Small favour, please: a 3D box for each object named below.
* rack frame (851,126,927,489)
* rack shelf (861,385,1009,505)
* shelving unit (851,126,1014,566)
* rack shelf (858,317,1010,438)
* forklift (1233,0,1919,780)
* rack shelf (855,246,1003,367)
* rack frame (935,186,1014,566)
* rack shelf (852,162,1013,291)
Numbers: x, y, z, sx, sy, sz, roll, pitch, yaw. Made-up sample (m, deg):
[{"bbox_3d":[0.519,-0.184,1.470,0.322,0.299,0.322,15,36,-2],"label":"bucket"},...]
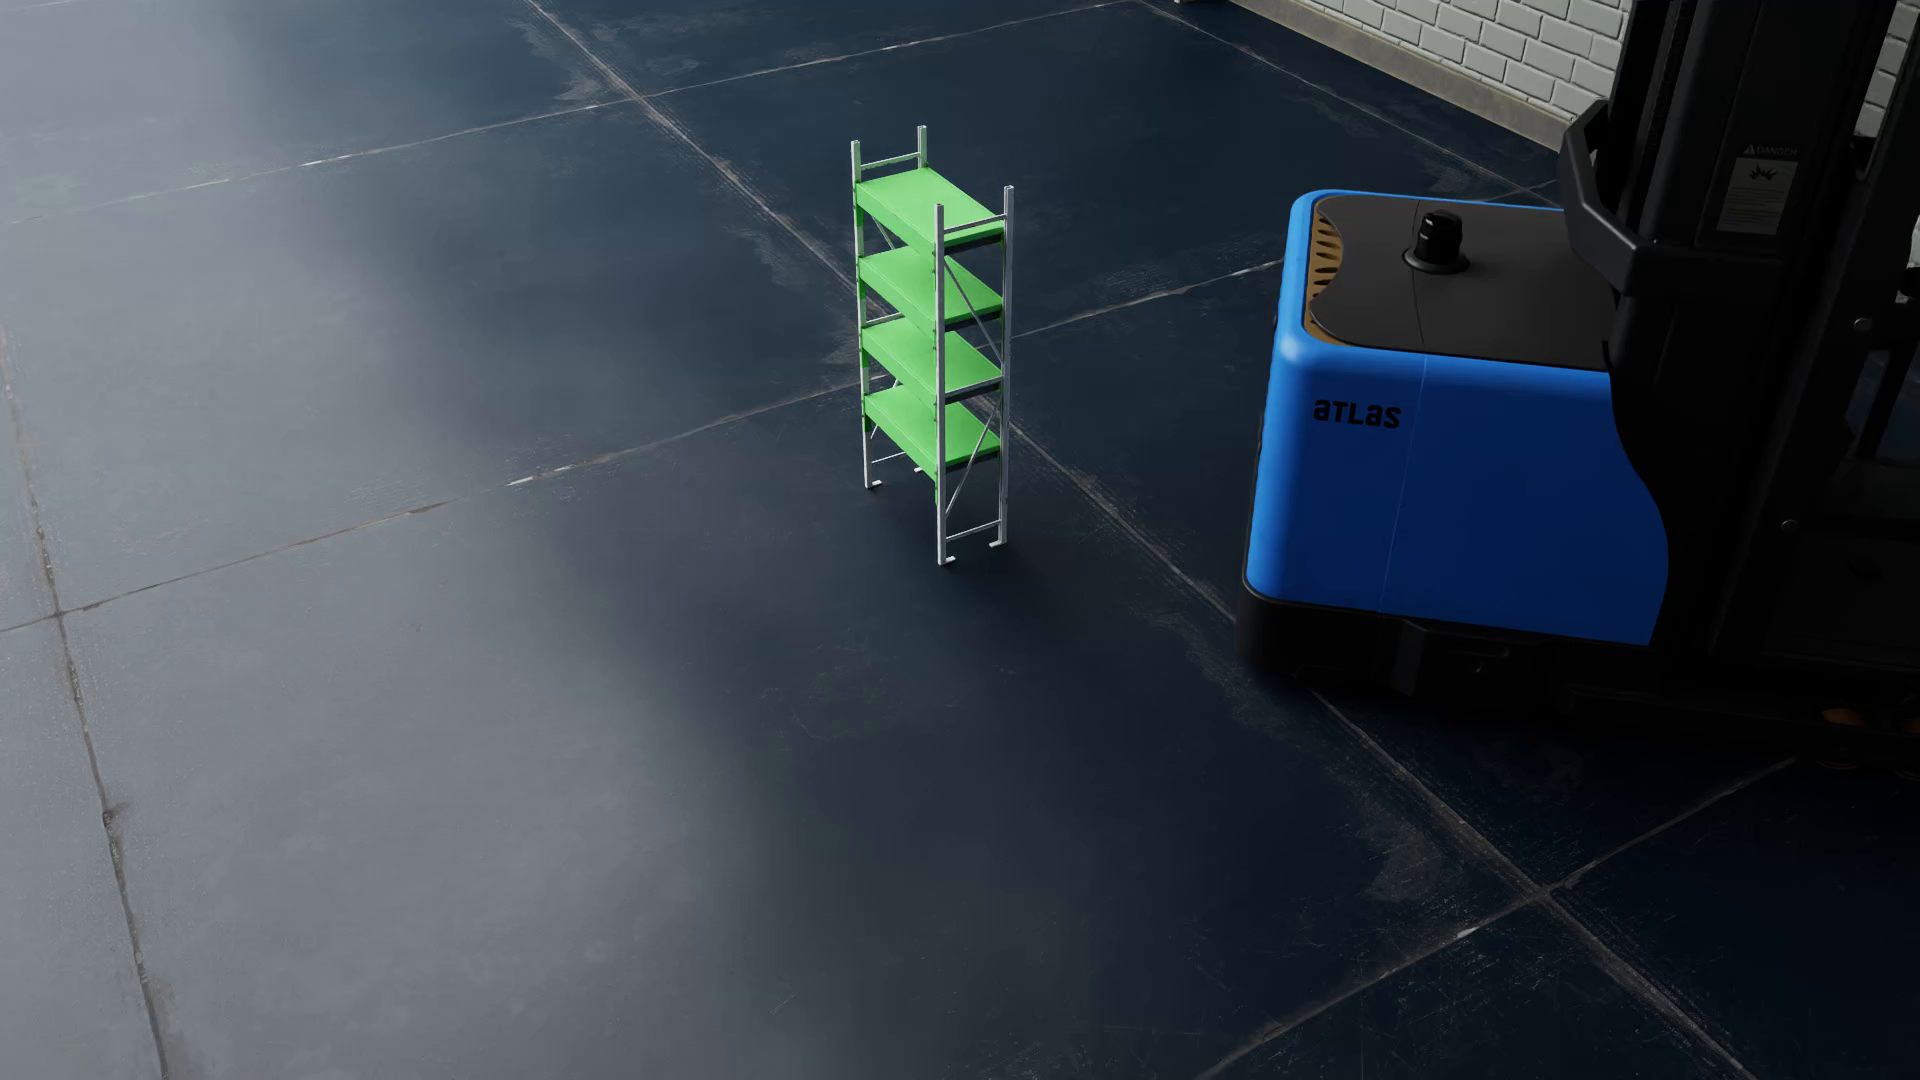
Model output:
[{"bbox_3d":[-0.206,-0.693,5.182,0.240,1.200,0.015,-19,40,-24],"label":"rack frame"},{"bbox_3d":[-0.083,-0.324,5.191,0.258,0.148,0.480,-19,40,-24],"label":"rack shelf"},{"bbox_3d":[-0.083,-0.569,5.012,0.258,1.200,0.503,-19,40,-24],"label":"shelving unit"},{"bbox_3d":[-0.083,-0.517,5.049,0.258,0.148,0.480,-19,40,-24],"label":"rack shelf"},{"bbox_3d":[2.346,-0.894,3.989,3.031,2.935,1.130,7,37,10],"label":"forklift"},{"bbox_3d":[-0.083,-0.711,4.908,0.258,0.148,0.480,-19,40,-24],"label":"rack shelf"},{"bbox_3d":[0.039,-0.445,4.841,0.240,1.200,0.015,-19,40,-24],"label":"rack frame"},{"bbox_3d":[-0.083,-0.905,4.766,0.258,0.148,0.480,-19,40,-24],"label":"rack shelf"}]
